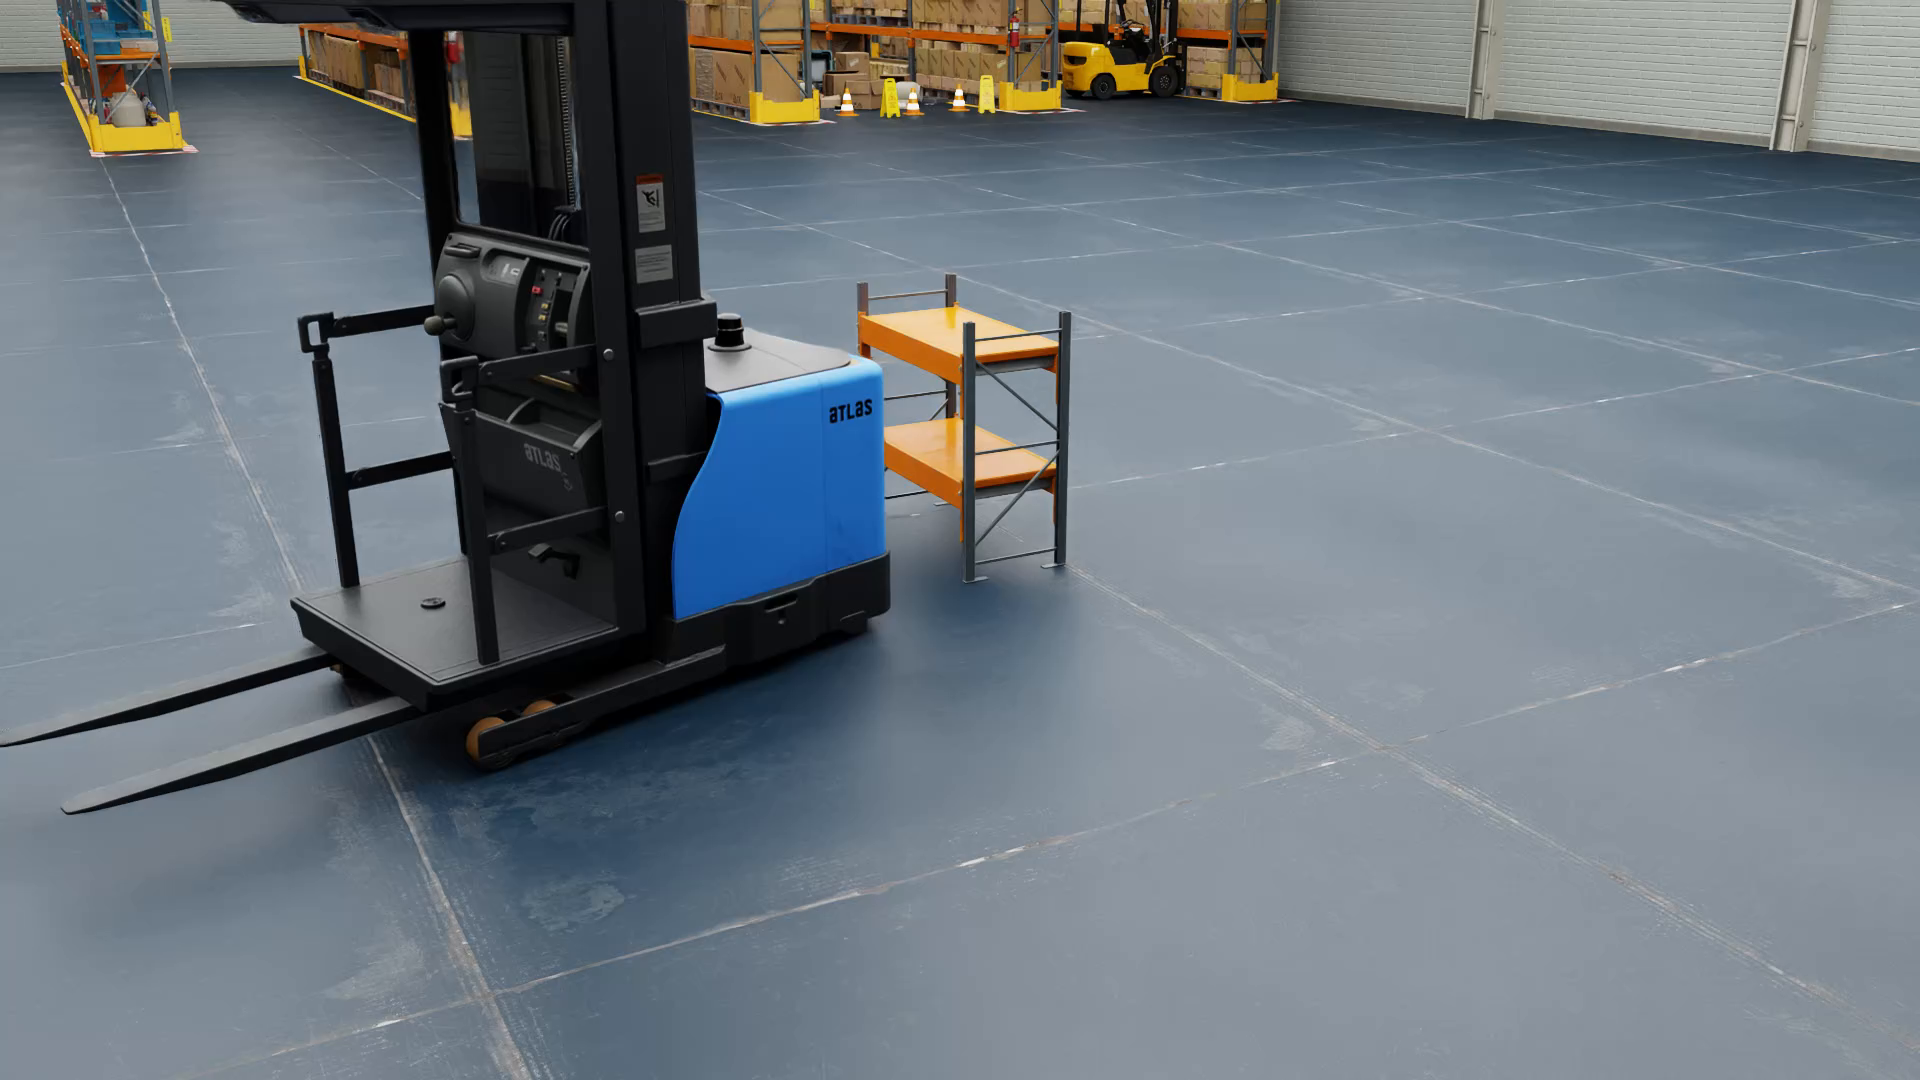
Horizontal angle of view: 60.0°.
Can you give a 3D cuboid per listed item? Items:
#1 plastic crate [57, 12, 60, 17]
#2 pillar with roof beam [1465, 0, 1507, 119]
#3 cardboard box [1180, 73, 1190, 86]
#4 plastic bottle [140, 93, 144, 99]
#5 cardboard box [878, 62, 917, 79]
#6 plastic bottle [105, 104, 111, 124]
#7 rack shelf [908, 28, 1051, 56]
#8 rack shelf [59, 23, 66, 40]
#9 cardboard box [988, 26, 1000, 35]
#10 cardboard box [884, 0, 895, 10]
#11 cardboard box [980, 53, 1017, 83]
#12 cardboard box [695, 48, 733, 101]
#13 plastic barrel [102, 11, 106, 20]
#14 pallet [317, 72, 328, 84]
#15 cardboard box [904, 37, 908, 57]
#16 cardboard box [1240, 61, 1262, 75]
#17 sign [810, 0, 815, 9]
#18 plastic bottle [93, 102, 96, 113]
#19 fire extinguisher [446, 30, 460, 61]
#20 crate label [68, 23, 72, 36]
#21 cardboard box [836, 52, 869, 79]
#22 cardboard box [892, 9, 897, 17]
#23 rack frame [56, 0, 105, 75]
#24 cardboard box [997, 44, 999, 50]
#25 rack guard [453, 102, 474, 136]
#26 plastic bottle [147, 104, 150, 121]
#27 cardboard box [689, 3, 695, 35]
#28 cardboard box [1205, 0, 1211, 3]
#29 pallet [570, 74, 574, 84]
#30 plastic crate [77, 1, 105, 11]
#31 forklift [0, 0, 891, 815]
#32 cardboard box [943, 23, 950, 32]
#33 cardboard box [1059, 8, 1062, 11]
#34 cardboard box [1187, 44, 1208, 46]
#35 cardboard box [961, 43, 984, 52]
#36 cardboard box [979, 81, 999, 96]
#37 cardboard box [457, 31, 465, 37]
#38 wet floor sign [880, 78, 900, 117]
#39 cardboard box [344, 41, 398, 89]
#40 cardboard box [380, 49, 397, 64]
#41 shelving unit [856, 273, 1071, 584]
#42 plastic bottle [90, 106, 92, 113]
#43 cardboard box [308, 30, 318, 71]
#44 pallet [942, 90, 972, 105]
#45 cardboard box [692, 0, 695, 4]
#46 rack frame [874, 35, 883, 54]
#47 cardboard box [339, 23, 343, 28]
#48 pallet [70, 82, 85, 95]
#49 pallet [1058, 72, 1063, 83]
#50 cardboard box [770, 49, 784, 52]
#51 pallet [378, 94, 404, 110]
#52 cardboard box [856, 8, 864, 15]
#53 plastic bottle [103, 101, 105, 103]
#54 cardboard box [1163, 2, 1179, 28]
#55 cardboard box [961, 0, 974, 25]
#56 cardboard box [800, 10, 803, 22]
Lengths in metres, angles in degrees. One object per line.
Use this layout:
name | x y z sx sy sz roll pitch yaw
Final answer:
plastic crate | -19.211 -11.264 35.842 0.416 0.233 0.300 -10 21 -27
pillar with roof beam | 5.217 -10.891 25.399 9.100 9.000 0.400 -10 21 -27
cardboard box | 4.735 -9.379 33.785 0.500 0.250 0.500 -10 21 -26
plastic bottle | -13.093 -6.997 26.696 0.144 0.351 0.185 -11 22 -28
cardboard box | -1.168 -9.796 34.806 0.950 0.372 0.625 -9 21 -23
plastic bottle | -13.013 -6.509 25.387 0.061 0.283 0.133 -10 21 -27
rack shelf | 0.377 -9.569 31.868 1.077 0.370 4.000 -10 21 -27
rack shelf | -18.401 -10.712 35.179 1.077 0.370 4.000 -10 21 -27
cardboard box | 0.743 -9.346 30.503 0.380 0.149 0.250 -10 22 -27
cardboard box | -1.230 -11.109 33.974 0.500 0.500 0.500 -10 21 -26
cardboard box | 0.717 -8.778 30.894 0.500 0.500 0.500 -10 21 -26
cardboard box | -4.212 -8.432 30.083 0.875 0.875 0.875 -10 21 -26
plastic barrel | -14.676 -8.999 28.941 0.421 0.512 0.421 0 19 0
pallet | -13.968 -10.508 37.760 1.003 0.211 1.213 -10 21 -27
cardboard box | -1.162 -13.106 44.203 0.500 0.500 0.500 -10 21 -26
cardboard box | 5.653 -9.407 33.100 0.500 0.250 0.500 -10 21 -26
sign | -2.490 -9.070 27.870 0.100 0.325 0.005 -10 21 -27
plastic bottle | -13.255 -6.611 25.579 0.144 0.351 0.185 -9 21 -24
fire extinguisher | -7.746 -7.659 25.348 0.296 0.674 0.183 -10 21 -27
crate label | -15.682 -9.071 29.579 0.303 0.233 0.416 -10 21 -27
cardboard box | -2.125 -9.375 32.874 0.500 0.500 0.500 -10 21 -27
cardboard box | -1.169 -10.747 33.918 0.380 0.149 0.250 -11 22 -28
rack frame | -19.351 -11.626 36.725 1.000 3.000 0.127 -10 21 -27
cardboard box | 1.025 -11.802 40.423 0.500 0.500 0.500 -9 21 -24
rack guard | -7.430 -6.640 26.109 1.175 0.500 0.348 -10 21 -27
plastic bottle | -12.550 -6.647 25.805 0.097 0.271 0.097 0 19 0
cardboard box | -4.414 -9.500 30.335 0.875 0.550 0.550 -10 21 -27
cardboard box | 5.066 -10.668 32.801 0.380 0.149 0.250 -10 21 -26
pallet | -8.309 -10.443 37.571 1.003 0.211 1.213 -10 21 -27
plastic crate | -19.028 -11.604 36.515 0.616 0.435 0.499 -10 21 -27
forklift | -1.681 -0.824 5.526 3.031 2.935 1.130 -18 26 -42
cardboard box | -0.106 -9.856 31.981 0.380 0.149 0.250 -10 21 -26
cardboard box | 2.360 -12.105 37.577 0.500 0.250 0.500 -11 22 -28
cardboard box | 4.926 -10.080 34.284 0.500 0.250 0.500 -10 22 -28
cardboard box | 0.244 -9.328 31.494 0.380 0.149 0.250 -9 21 -24
cardboard box | 0.695 -8.431 31.038 0.500 0.250 0.500 -10 21 -27
cardboard box | -7.631 -8.150 26.043 0.875 0.500 0.500 -10 21 -27
wet floor sign | -1.225 -7.725 29.029 0.267 0.644 0.232 -14 24 -36
cardboard box | -11.503 -9.492 33.155 1.225 0.875 0.875 -11 22 -29
cardboard box | -10.849 -9.290 31.963 0.500 0.250 0.500 -9 21 -24
shelving unit | -0.003 -0.534 7.454 0.538 1.125 1.048 -10 21 -27
plastic bottle | -13.839 -6.878 26.581 0.097 0.201 0.097 0 19 0
cardboard box | -14.618 -11.416 38.730 0.875 0.875 0.875 -10 21 -27
pallet | 0.361 -8.627 32.310 1.003 0.211 1.213 -10 21 -27
cardboard box | -4.372 -10.018 30.180 0.875 0.550 0.550 -10 21 -27
rack frame | -1.904 -14.698 45.628 1.000 3.000 0.127 -10 21 -27
cardboard box | -12.367 -10.686 33.848 0.500 0.500 0.500 -10 21 -26
pallet | -17.835 -9.365 34.447 1.003 0.211 1.213 -10 21 -27
pallet | 2.827 -10.491 37.712 1.003 0.211 1.213 -10 21 -27
cardboard box | -4.006 -11.809 39.868 0.875 0.875 0.875 -9 21 -25
pallet | -10.248 -8.204 31.084 1.003 0.211 1.213 -10 21 -27
cardboard box | -1.991 -11.278 35.458 0.380 0.149 0.250 -9 21 -23
plastic bottle | -13.459 -6.781 26.191 0.097 0.271 0.097 0 19 0
cardboard box | 4.499 -10.693 33.868 0.500 0.500 0.500 -10 21 -26
cardboard box | 0.359 -9.925 31.186 0.500 0.500 0.500 -10 21 -27
cardboard box | -3.422 -11.957 37.915 0.500 0.250 0.500 -10 22 -27
